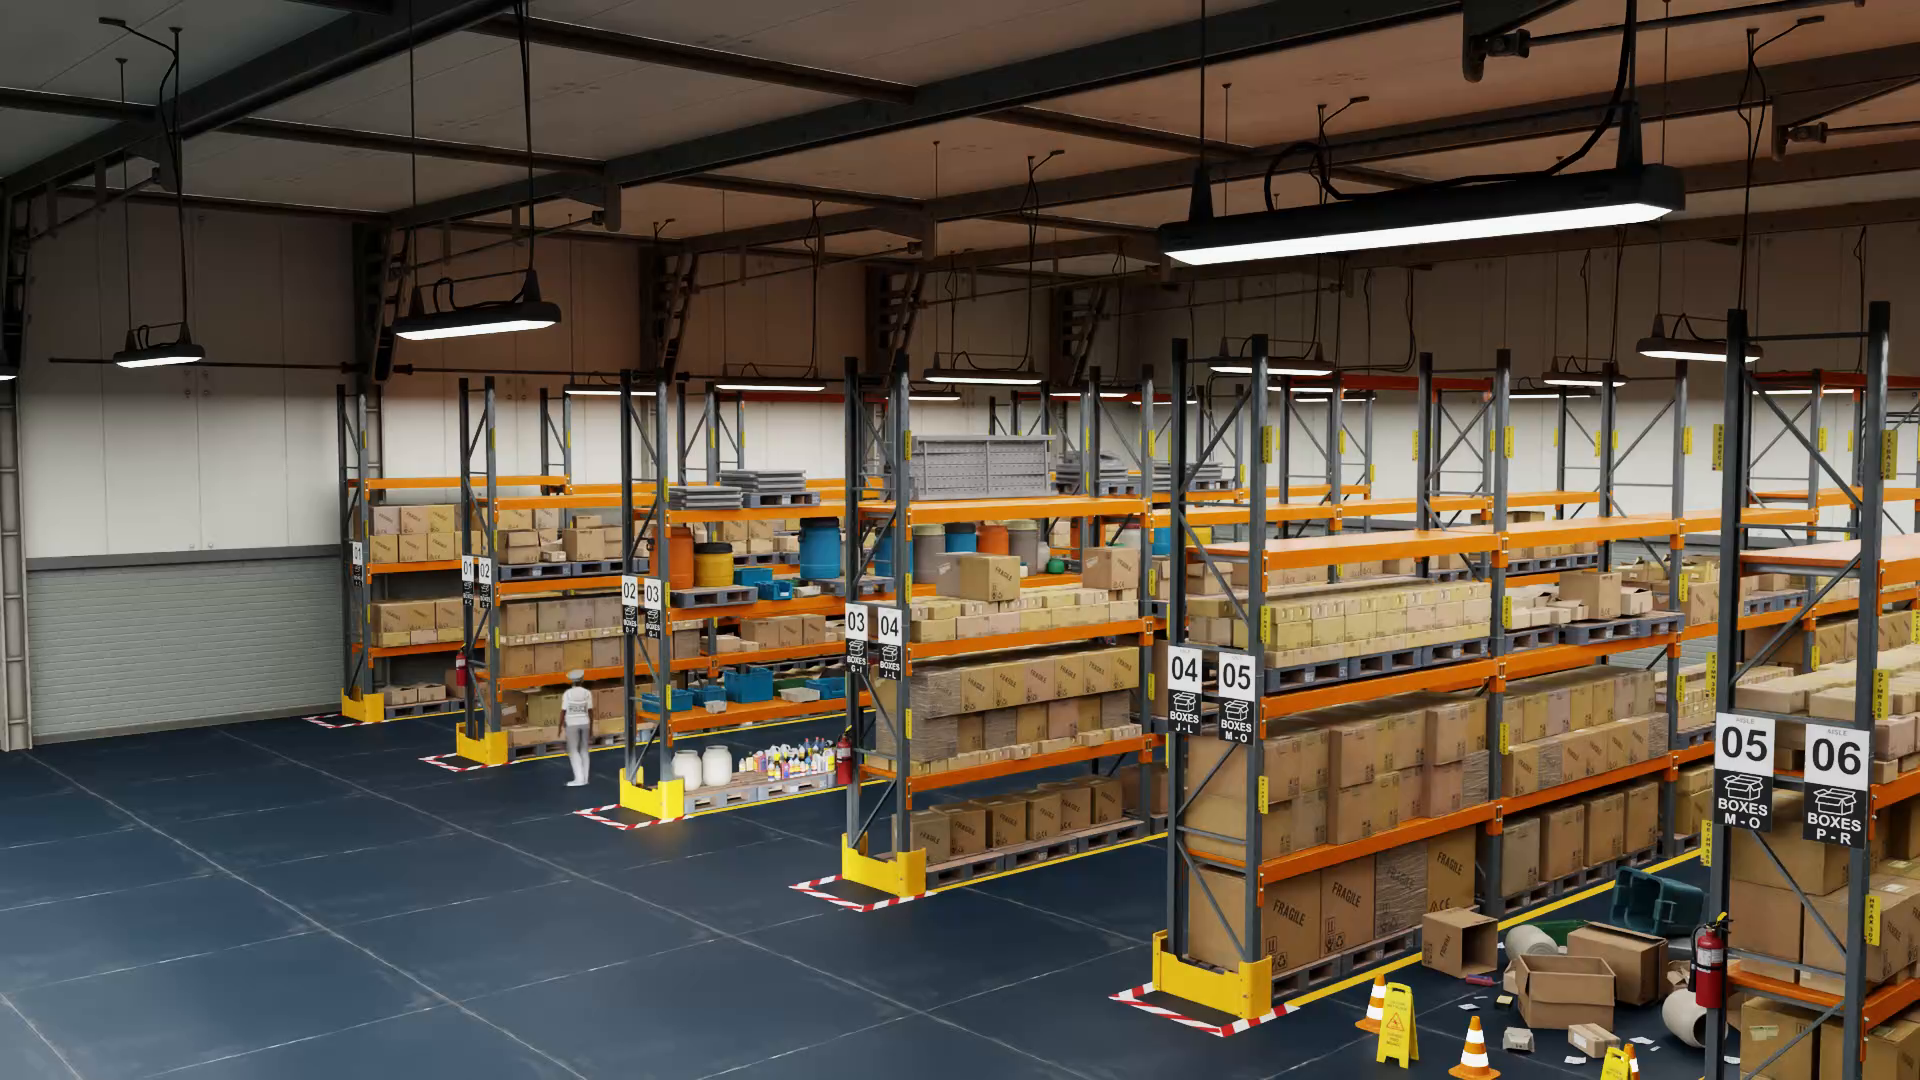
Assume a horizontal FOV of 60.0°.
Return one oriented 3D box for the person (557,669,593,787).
[{"bbox_3d":[-5.580,2.736,24.192,0.488,1.707,0.444,-3,5,-43],"label":"person"}]
